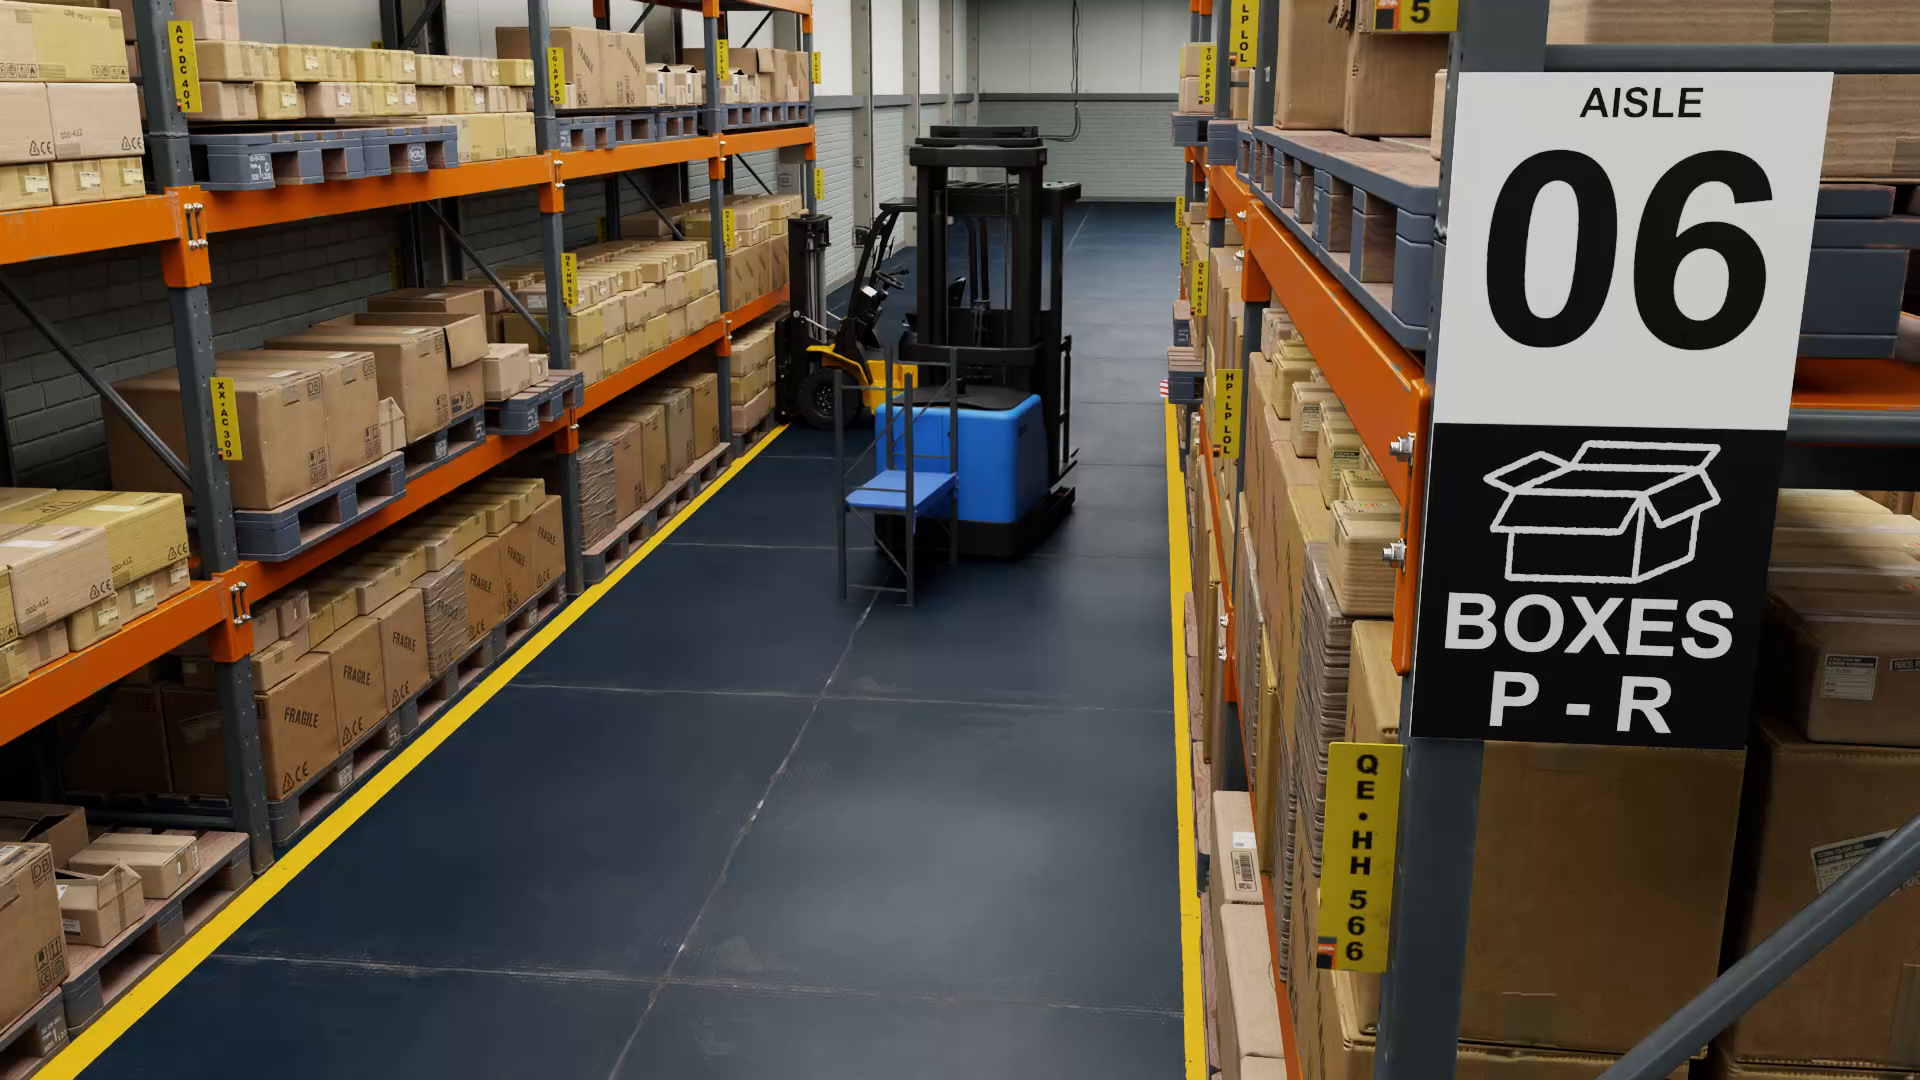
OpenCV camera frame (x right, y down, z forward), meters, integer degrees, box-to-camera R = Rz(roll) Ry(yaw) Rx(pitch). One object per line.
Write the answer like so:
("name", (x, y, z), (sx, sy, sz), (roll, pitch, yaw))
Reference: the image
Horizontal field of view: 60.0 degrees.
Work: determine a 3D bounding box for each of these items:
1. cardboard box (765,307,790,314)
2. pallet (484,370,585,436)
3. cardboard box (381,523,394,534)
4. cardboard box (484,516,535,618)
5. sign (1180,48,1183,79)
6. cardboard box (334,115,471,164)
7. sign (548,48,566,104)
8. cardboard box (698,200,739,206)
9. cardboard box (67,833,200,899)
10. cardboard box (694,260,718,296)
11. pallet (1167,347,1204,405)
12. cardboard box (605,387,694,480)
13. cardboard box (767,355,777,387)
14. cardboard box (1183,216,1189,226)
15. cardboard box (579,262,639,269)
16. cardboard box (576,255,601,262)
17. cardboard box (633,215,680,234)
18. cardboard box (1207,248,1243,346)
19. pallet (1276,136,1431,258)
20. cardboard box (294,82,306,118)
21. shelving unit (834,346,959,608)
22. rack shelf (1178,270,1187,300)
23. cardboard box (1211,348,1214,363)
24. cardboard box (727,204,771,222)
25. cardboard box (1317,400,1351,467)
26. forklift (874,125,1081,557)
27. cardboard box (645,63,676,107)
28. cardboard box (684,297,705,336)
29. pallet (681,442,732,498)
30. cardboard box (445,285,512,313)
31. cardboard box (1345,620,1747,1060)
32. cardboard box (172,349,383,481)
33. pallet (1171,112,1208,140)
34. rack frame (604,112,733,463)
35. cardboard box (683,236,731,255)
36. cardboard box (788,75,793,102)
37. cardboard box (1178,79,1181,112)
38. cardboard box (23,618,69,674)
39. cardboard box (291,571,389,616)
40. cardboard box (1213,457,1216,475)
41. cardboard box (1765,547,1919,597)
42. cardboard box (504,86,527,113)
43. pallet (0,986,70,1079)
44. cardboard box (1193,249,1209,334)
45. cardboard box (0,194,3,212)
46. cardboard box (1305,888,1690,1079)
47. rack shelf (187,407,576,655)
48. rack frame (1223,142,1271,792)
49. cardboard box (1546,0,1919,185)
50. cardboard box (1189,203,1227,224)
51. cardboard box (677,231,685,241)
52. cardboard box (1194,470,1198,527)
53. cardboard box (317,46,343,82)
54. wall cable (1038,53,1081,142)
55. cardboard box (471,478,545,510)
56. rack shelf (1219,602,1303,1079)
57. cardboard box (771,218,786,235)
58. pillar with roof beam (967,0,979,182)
("cardboard box", (-1.855, -2.278, 17.389), (0.500, 0.250, 0.500), (2, 15, 7))
("pallet", (-2.971, -0.836, 9.876), (1.213, 0.211, 1.003), (2, 15, 6))
("cardboard box", (-3.461, -0.087, 9.479), (0.380, 0.149, 0.250), (1, 15, 4))
("cardboard box", (-2.865, 0.143, 9.872), (0.500, 0.500, 0.500), (1, 15, 5))
("sign", (2.332, -4.922, 17.198), (0.100, 0.325, 0.005), (2, 15, 6))
("cardboard box", (-2.893, -2.082, 8.656), (0.500, 0.250, 0.500), (2, 15, 6))
("sign", (-2.425, -2.788, 9.988), (0.100, 0.325, 0.005), (2, 15, 6))
("cardboard box", (-2.438, -3.337, 16.753), (0.380, 0.149, 0.250), (2, 15, 8))
("cardboard box", (-3.187, 1.257, 6.423), (0.380, 0.149, 0.250), (1, 15, 5))
("cardboard box", (-2.314, -2.178, 13.801), (0.500, 0.250, 0.500), (1, 15, 5))
("pallet", (1.943, -1.057, 10.692), (1.213, 0.211, 1.003), (2, 15, 6))
("cardboard box", (-2.656, -0.864, 13.355), (0.875, 0.625, 0.625), (2, 15, 6))
("cardboard box", (-2.029, -1.638, 15.979), (0.500, 0.250, 0.500), (2, 15, 6))
("cardboard box", (2.487, -2.979, 16.672), (0.500, 0.500, 0.500), (2, 15, 8))
("cardboard box", (-2.567, -1.948, 12.184), (0.380, 0.149, 0.250), (2, 15, 6))
("cardboard box", (-2.962, -2.092, 12.717), (0.380, 0.149, 0.250), (2, 15, 6))
("cardboard box", (-2.708, -2.805, 14.784), (0.380, 0.149, 0.250), (1, 15, 5))
("cardboard box", (1.669, -1.372, 9.381), (0.500, 0.500, 0.500), (1, 15, 4))
("pallet", (1.274, -0.802, 3.804), (1.003, 0.211, 1.213), (2, 15, 6))
("cardboard box", (-2.992, -1.847, 6.987), (0.380, 0.149, 0.250), (2, 15, 7))
("shelving unit", (-0.399, -0.442, 10.923), (0.538, 1.500, 1.048), (4, 16, 15))
("rack shelf", (2.645, -2.170, 15.820), (1.077, 0.370, 4.000), (2, 15, 6))
("cardboard box", (1.606, -0.872, 8.971), (0.500, 0.250, 0.500), (2, 15, 8))
("cardboard box", (-2.060, -3.190, 16.207), (0.380, 0.149, 0.250), (2, 15, 7))
("cardboard box", (1.045, -0.230, 3.915), (0.380, 0.149, 0.250), (2, 15, 8))
("forklift", (0.282, -1.640, 12.611), (1.130, 2.935, 3.031), (4, 16, 15))
("cardboard box", (-2.439, -3.406, 12.440), (0.500, 0.311, 0.500), (1, 15, 4))
("cardboard box", (-2.361, -1.803, 13.370), (0.500, 0.250, 0.500), (2, 15, 6))
("pallet", (-2.557, -0.606, 13.998), (1.003, 0.211, 1.213), (2, 15, 6))
("cardboard box", (-3.129, -1.558, 10.745), (0.380, 0.149, 0.250), (2, 15, 8))
("cardboard box", (0.883, 0.450, 2.643), (0.500, 0.500, 0.500), (2, 15, 8))
("cardboard box", (-3.080, -0.573, 7.540), (0.700, 0.500, 0.500), (2, 15, 7))
("pallet", (2.244, -3.199, 12.861), (1.213, 0.211, 1.003), (2, 15, 6))
("rack frame", (-2.513, -2.144, 14.345), (1.000, 3.000, 0.127), (2, 15, 6))
("cardboard box", (-2.216, -2.581, 14.525), (0.380, 0.149, 0.250), (1, 15, 5))
("cardboard box", (-1.882, -4.526, 16.669), (0.396, 0.266, 0.258), (2, 15, 6))
("cardboard box", (1.955, -3.438, 12.865), (0.500, 0.250, 0.500), (1, 15, 5))
("cardboard box", (-3.270, 0.346, 5.619), (0.380, 0.149, 0.250), (2, 15, 8))
("cardboard box", (-3.056, 0.260, 8.195), (0.380, 0.149, 0.250), (2, 15, 6))
("cardboard box", (1.558, -0.500, 8.552), (0.500, 0.250, 0.500), (2, 15, 8))
("cardboard box", (1.339, 0.115, 2.639), (0.380, 0.149, 0.250), (2, 15, 8))
("cardboard box", (-2.765, -2.576, 9.718), (0.380, 0.149, 0.250), (2, 15, 7))
("pallet", (-3.629, 1.772, 5.204), (1.003, 0.211, 1.213), (2, 15, 6))
("cardboard box", (1.791, -1.617, 10.828), (0.500, 0.500, 0.500), (1, 15, 5))
("cardboard box", (-3.265, -1.098, 5.210), (0.380, 0.149, 0.250), (2, 15, 6))
("cardboard box", (0.857, 0.932, 2.777), (0.500, 0.500, 0.500), (2, 15, 7))
("rack shelf", (-3.190, -0.241, 8.684), (1.077, 0.370, 4.000), (2, 15, 6))
("rack frame", (1.517, 0.076, 6.135), (1.000, 3.000, 0.127), (2, 15, 6))
("cardboard box", (1.027, -0.633, 2.300), (0.500, 0.250, 0.500), (0, 15, 1))
("cardboard box", (2.015, -2.595, 13.204), (0.380, 0.149, 0.250), (2, 15, 6))
("cardboard box", (-2.700, -2.731, 15.081), (0.380, 0.149, 0.250), (2, 15, 8))
("cardboard box", (2.117, -0.234, 11.509), (0.950, 0.372, 0.625), (1, 15, 5))
("cardboard box", (-2.913, -2.059, 7.197), (0.380, 0.149, 0.250), (1, 15, 5))
("wall cable", (1.996, -12.931, 48.691), (3.097, 2.526, 0.112), (2, 15, 6))
("cardboard box", (-2.768, -0.280, 10.194), (0.380, 0.149, 0.250), (1, 15, 4))
("rack shelf", (1.291, 0.942, 4.310), (1.077, 0.370, 4.000), (2, 15, 6))
("cardboard box", (-1.943, -3.111, 16.488), (0.380, 0.149, 0.250), (2, 15, 7))
("pillar with roof beam", (4.627, -13.578, 45.135), (9.100, 9.000, 0.400), (2, 15, 6))
